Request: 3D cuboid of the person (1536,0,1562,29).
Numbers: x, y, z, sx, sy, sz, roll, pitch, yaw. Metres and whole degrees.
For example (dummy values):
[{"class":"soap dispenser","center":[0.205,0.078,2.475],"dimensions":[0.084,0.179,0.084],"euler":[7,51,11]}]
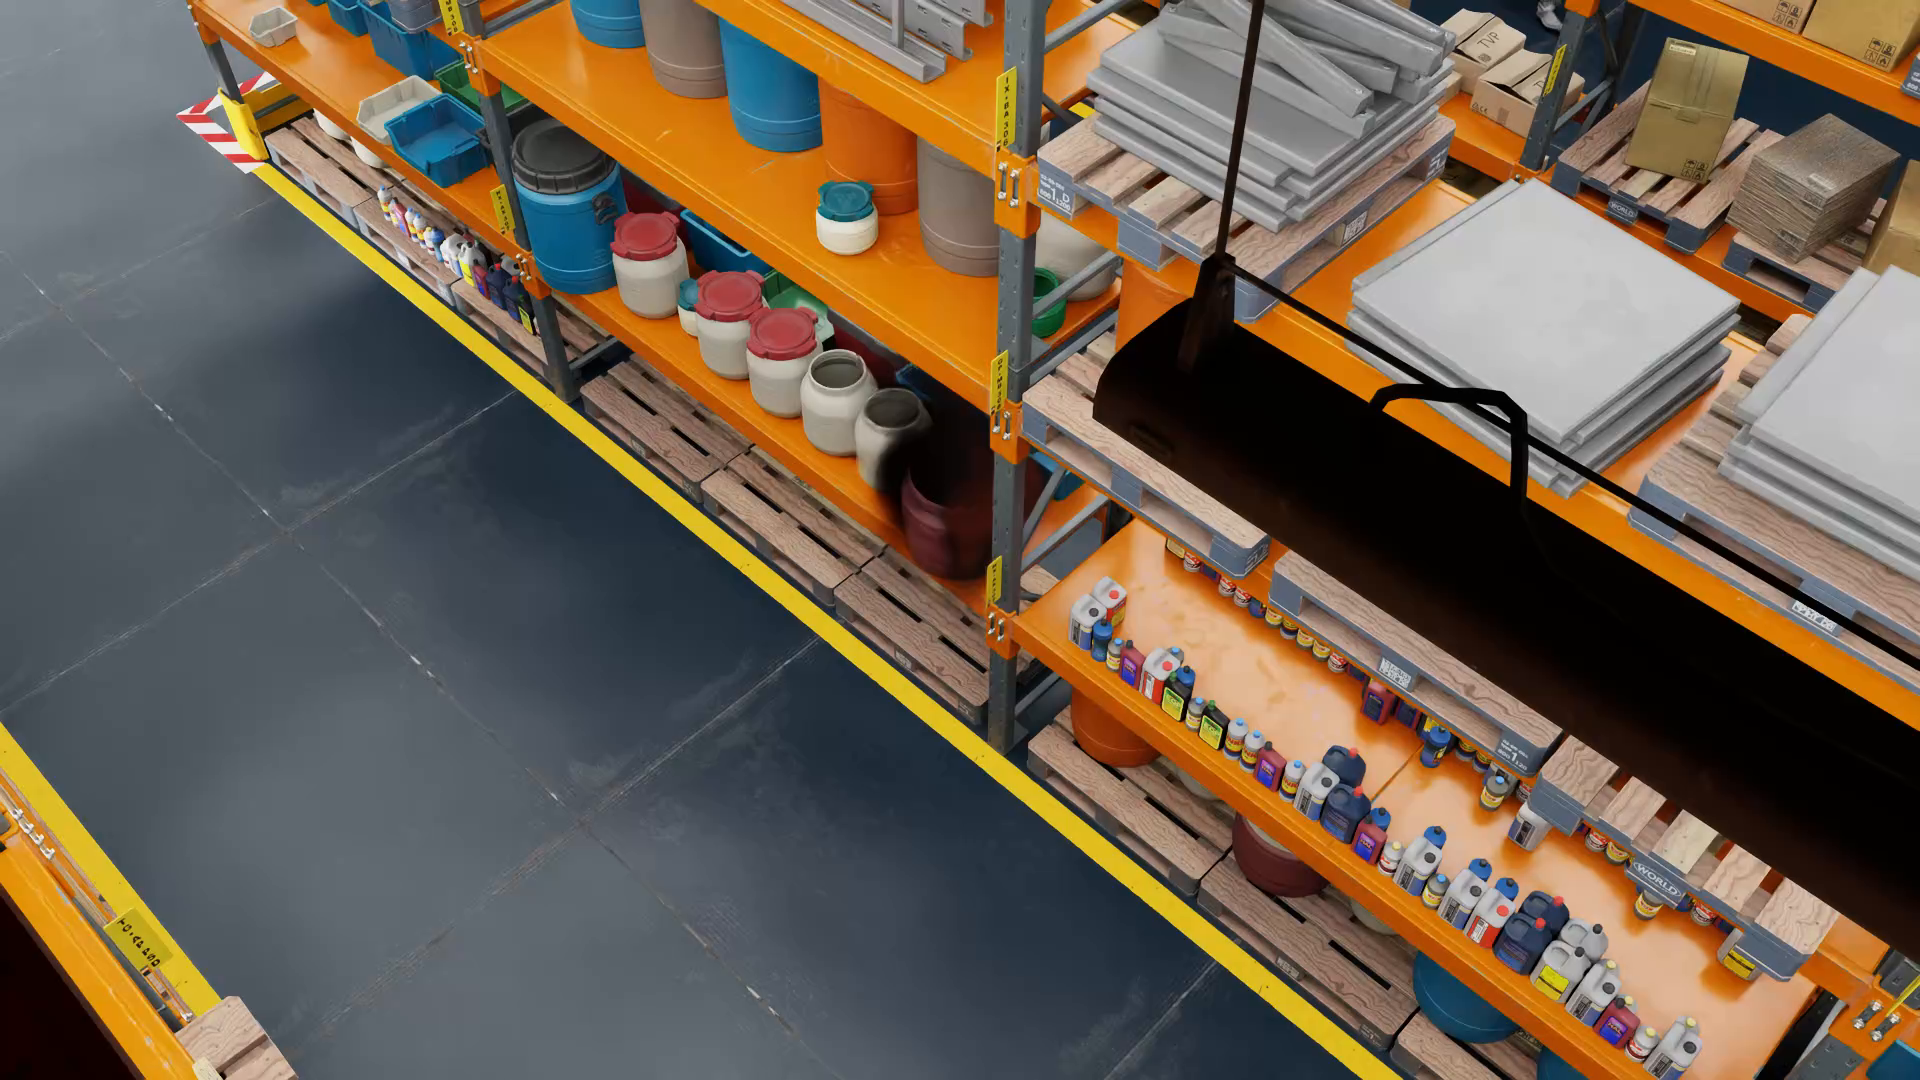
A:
[{"class":"person","center":[4.996,-5.028,13.436],"dimensions":[0.539,1.759,0.542],"euler":[-6,50,-5]}]
